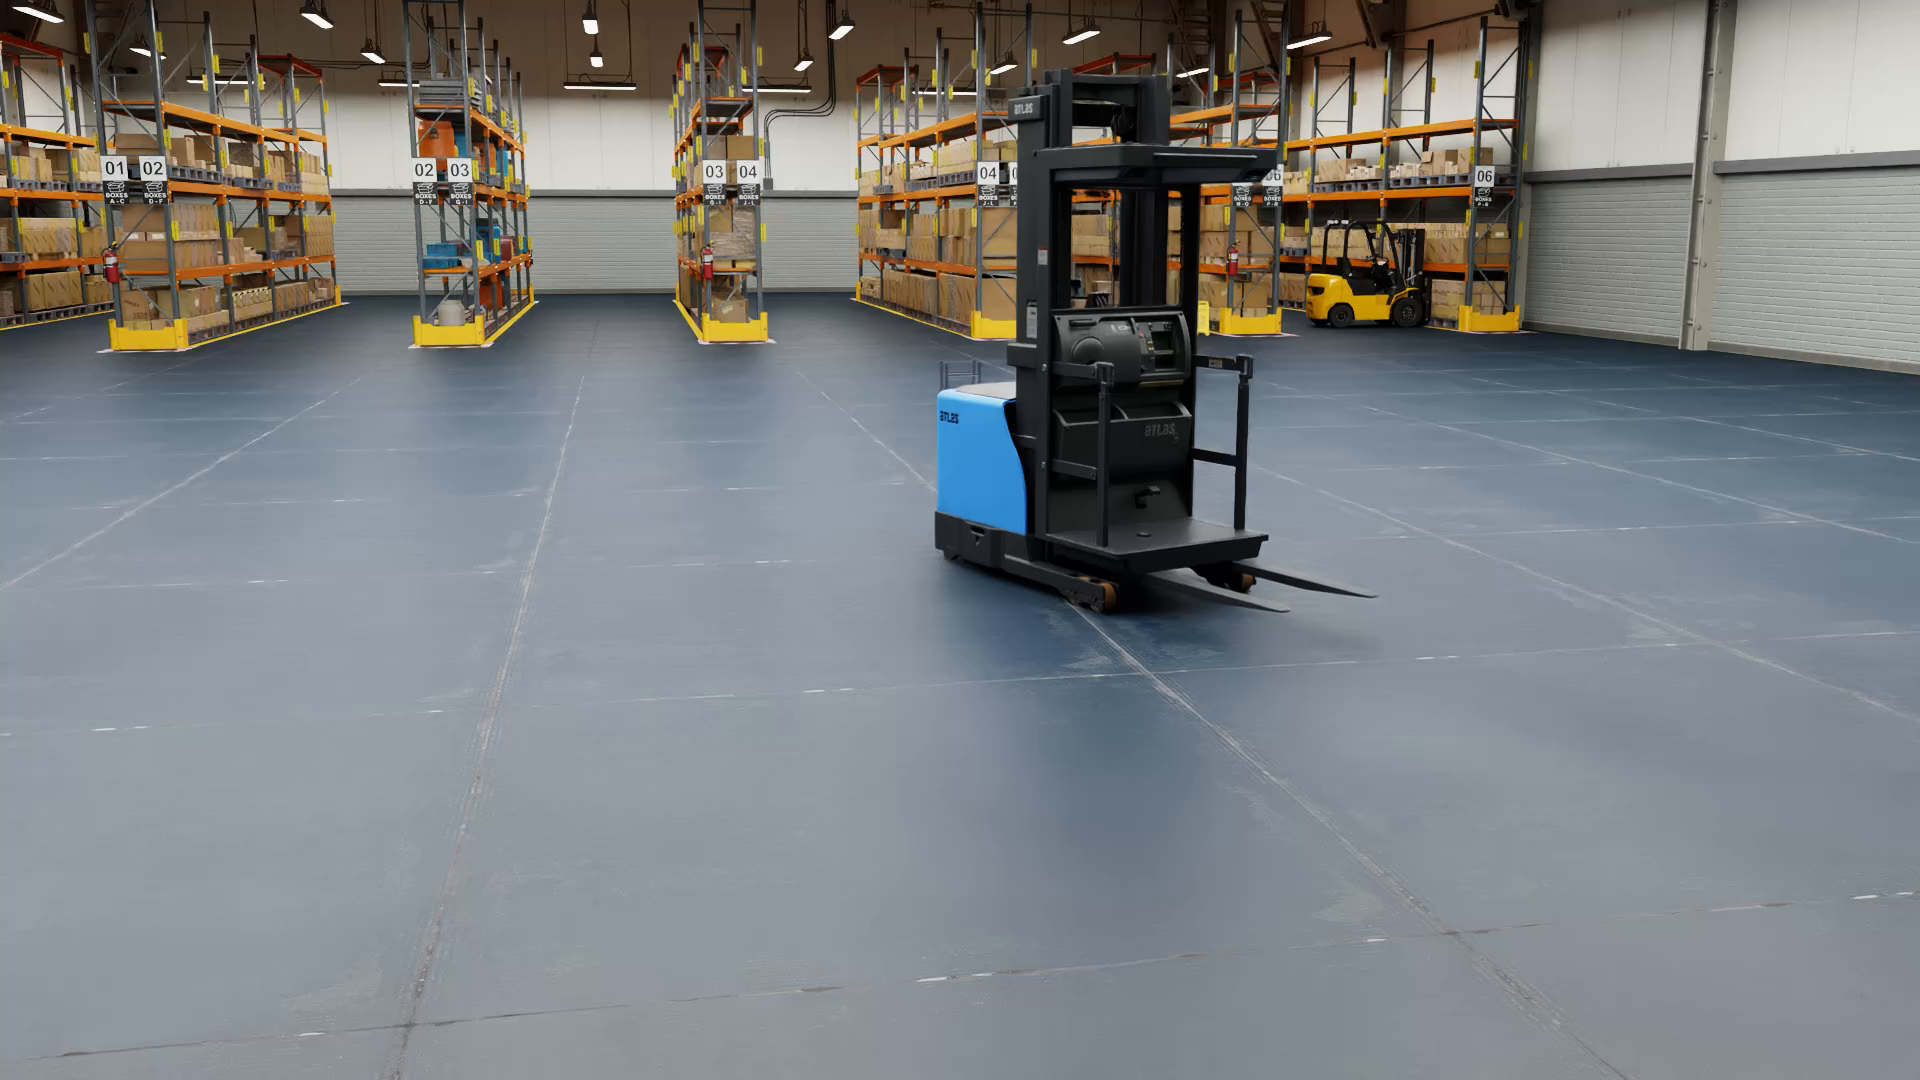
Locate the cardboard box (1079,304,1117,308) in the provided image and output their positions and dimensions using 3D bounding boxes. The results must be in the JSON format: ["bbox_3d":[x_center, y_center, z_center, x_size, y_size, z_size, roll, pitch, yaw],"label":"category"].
[{"bbox_3d":[2.811,-4.464,33.304,0.637,0.503,0.797,9,14,38],"label":"cardboard box"}]

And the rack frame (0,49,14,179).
[{"bbox_3d":[-20.217,-8.974,34.277,1.000,3.000,0.127,-2,11,-11],"label":"rack frame"}]

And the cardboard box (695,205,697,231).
[{"bbox_3d":[-5.025,-6.428,33.210,0.500,0.500,0.500,-2,11,-11],"label":"cardboard box"}]

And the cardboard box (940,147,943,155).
[{"bbox_3d":[-0.190,-7.867,33.631,0.380,0.149,0.250,-2,11,-11],"label":"cardboard box"}]

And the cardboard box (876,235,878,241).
[{"bbox_3d":[-1.909,-7.603,41.871,0.380,0.149,0.250,-2,11,-10],"label":"cardboard box"}]

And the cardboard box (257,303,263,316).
[{"bbox_3d":[-14.819,-4.789,34.565,0.500,0.250,0.500,-2,11,-10],"label":"cardboard box"}]

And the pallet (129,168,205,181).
[{"bbox_3d":[-14.156,-6.525,29.672,1.003,0.211,1.213,-2,11,-11],"label":"pallet"}]

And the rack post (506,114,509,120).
[{"bbox_3d":[-11.144,-9.875,39.214,0.937,0.300,0.954,-2,11,-12],"label":"rack post"}]

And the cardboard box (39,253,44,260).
[{"bbox_3d":[-20.332,-6.217,36.456,0.380,0.149,0.250,-2,11,-10],"label":"cardboard box"}]

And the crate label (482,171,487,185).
[{"bbox_3d":[-8.983,-6.676,30.622,0.502,0.251,0.408,-2,11,-11],"label":"crate label"}]

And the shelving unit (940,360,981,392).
[{"bbox_3d":[0.003,-0.587,11.070,0.258,1.200,0.189,-2,11,-11],"label":"shelving unit"}]

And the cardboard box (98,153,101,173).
[{"bbox_3d":[-21.167,-9.206,40.523,0.500,0.500,0.500,-3,11,-14],"label":"cardboard box"}]

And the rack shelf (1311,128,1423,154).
[{"bbox_3d":[9.337,-9.139,38.139,1.077,0.370,4.000,-2,11,-11],"label":"rack shelf"}]

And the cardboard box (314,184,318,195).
[{"bbox_3d":[-16.278,-8.714,41.338,0.500,0.250,0.500,-2,11,-11],"label":"cardboard box"}]

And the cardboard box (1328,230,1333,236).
[{"bbox_3d":[8.913,-7.265,39.340,0.380,0.149,0.250,-2,11,-10],"label":"cardboard box"}]

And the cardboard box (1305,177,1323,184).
[{"bbox_3d":[8.643,-8.761,40.515,0.380,0.149,0.250,-2,11,-10],"label":"cardboard box"}]

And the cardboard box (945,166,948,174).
[{"bbox_3d":[-0.093,-7.383,33.221,0.380,0.149,0.250,-2,11,-12],"label":"cardboard box"}]

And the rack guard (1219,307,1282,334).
[{"bbox_3d":[5.621,-4.246,32.169,1.175,0.500,0.348,-2,11,-11],"label":"rack guard"}]

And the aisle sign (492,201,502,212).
[{"bbox_3d":[-12.361,-9.134,44.209,0.394,0.787,0.004,-2,11,-11],"label":"aisle sign"}]

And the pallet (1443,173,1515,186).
[{"bbox_3d":[10.392,-7.202,33.228,1.003,0.211,1.213,-2,11,-11],"label":"pallet"}]

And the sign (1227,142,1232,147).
[{"bbox_3d":[5.087,-7.352,31.412,0.100,0.325,0.005,-2,11,-11],"label":"sign"}]

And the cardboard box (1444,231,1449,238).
[{"bbox_3d":[10.055,-6.204,33.768,0.380,0.149,0.250,-2,11,-11],"label":"cardboard box"}]

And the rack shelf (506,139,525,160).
[{"bbox_3d":[-11.666,-9.885,42.056,1.077,0.370,4.000,-2,11,-11],"label":"rack shelf"}]

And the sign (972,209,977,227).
[{"bbox_3d":[0.265,-5.930,30.598,0.100,0.325,0.005,-2,11,-11],"label":"sign"}]

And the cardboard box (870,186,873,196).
[{"bbox_3d":[-2.079,-9.128,43.510,0.500,0.250,0.500,-2,11,-12],"label":"cardboard box"}]

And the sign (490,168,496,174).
[{"bbox_3d":[-9.180,-7.149,32.690,0.100,0.325,0.005,-2,11,-11],"label":"sign"}]

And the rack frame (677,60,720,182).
[{"bbox_3d":[-6.419,-10.248,40.971,1.000,3.000,0.127,-2,11,-11],"label":"rack frame"}]

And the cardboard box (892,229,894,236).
[{"bbox_3d":[-1.399,-7.272,39.336,0.380,0.149,0.250,-2,11,-9],"label":"cardboard box"}]

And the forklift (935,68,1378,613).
[{"bbox_3d":[1.053,-1.143,9.362,1.130,2.935,3.031,-7,13,-32],"label":"forklift"}]

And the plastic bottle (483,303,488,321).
[{"bbox_3d":[-9.313,-4.461,32.518,0.144,0.351,0.185,-2,11,-13],"label":"plastic bottle"}]

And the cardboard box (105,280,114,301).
[{"bbox_3d":[-21.343,-6.164,41.119,0.700,0.500,0.500,-2,11,-13],"label":"cardboard box"}]

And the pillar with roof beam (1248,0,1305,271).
[{"bbox_3d":[4.696,-10.793,43.837,9.100,9.000,0.548,-2,11,-11],"label":"pillar with roof beam"}]

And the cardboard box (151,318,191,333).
[{"bbox_3d":[-13.689,-3.702,28.856,0.500,0.250,0.500,-2,11,-11],"label":"cardboard box"}]

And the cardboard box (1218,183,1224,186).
[{"bbox_3d":[5.211,-6.910,32.129,0.380,0.149,0.250,-2,11,-11],"label":"cardboard box"}]

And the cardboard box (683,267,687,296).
[{"bbox_3d":[-5.921,-6.021,39.366,1.225,0.875,0.875,-2,11,-11],"label":"cardboard box"}]

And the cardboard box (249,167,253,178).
[{"bbox_3d":[-15.215,-7.733,35.056,0.500,0.250,0.500,-3,11,-15],"label":"cardboard box"}]

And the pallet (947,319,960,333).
[{"bbox_3d":[0.334,-4.259,33.008,1.003,0.211,1.213,-2,11,-11],"label":"pallet"}]

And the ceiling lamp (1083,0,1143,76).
[{"bbox_3d":[4.587,-14.797,49.263,2.000,3.185,0.800,-2,11,-11],"label":"ceiling lamp"}]

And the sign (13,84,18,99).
[{"bbox_3d":[-21.544,-10.228,37.947,0.100,0.325,0.005,-2,11,-11],"label":"sign"}]

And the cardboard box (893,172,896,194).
[{"bbox_3d":[-1.320,-8.530,39.701,0.500,0.500,0.500,-2,11,-11],"label":"cardboard box"}]

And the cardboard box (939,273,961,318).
[{"bbox_3d":[0.076,-5.040,34.213,0.875,0.875,0.875,-2,11,-10],"label":"cardboard box"}]

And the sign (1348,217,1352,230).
[{"bbox_3d":[9.492,-7.698,40.524,0.100,0.325,0.005,-2,11,-11],"label":"sign"}]

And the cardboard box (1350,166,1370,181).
[{"bbox_3d":[9.197,-8.325,37.738,0.500,0.311,0.500,-3,11,-13],"label":"cardboard box"}]

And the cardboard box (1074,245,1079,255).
[{"bbox_3d":[3.231,-7.402,42.466,0.500,0.250,0.500,-2,11,-12],"label":"cardboard box"}]

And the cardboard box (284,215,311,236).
[{"bbox_3d":[-15.953,-7.578,40.048,0.500,0.500,0.500,-2,11,-10],"label":"cardboard box"}]

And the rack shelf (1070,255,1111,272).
[{"bbox_3d":[3.691,-6.941,41.565,1.077,0.370,4.000,-2,11,-11],"label":"rack shelf"}]

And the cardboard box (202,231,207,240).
[{"bbox_3d":[-14.122,-5.613,30.662,0.380,0.149,0.250,-2,11,-11],"label":"cardboard box"}]

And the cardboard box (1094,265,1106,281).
[{"bbox_3d":[3.858,-6.383,41.272,0.875,0.875,0.875,-2,11,-10],"label":"cardboard box"}]
